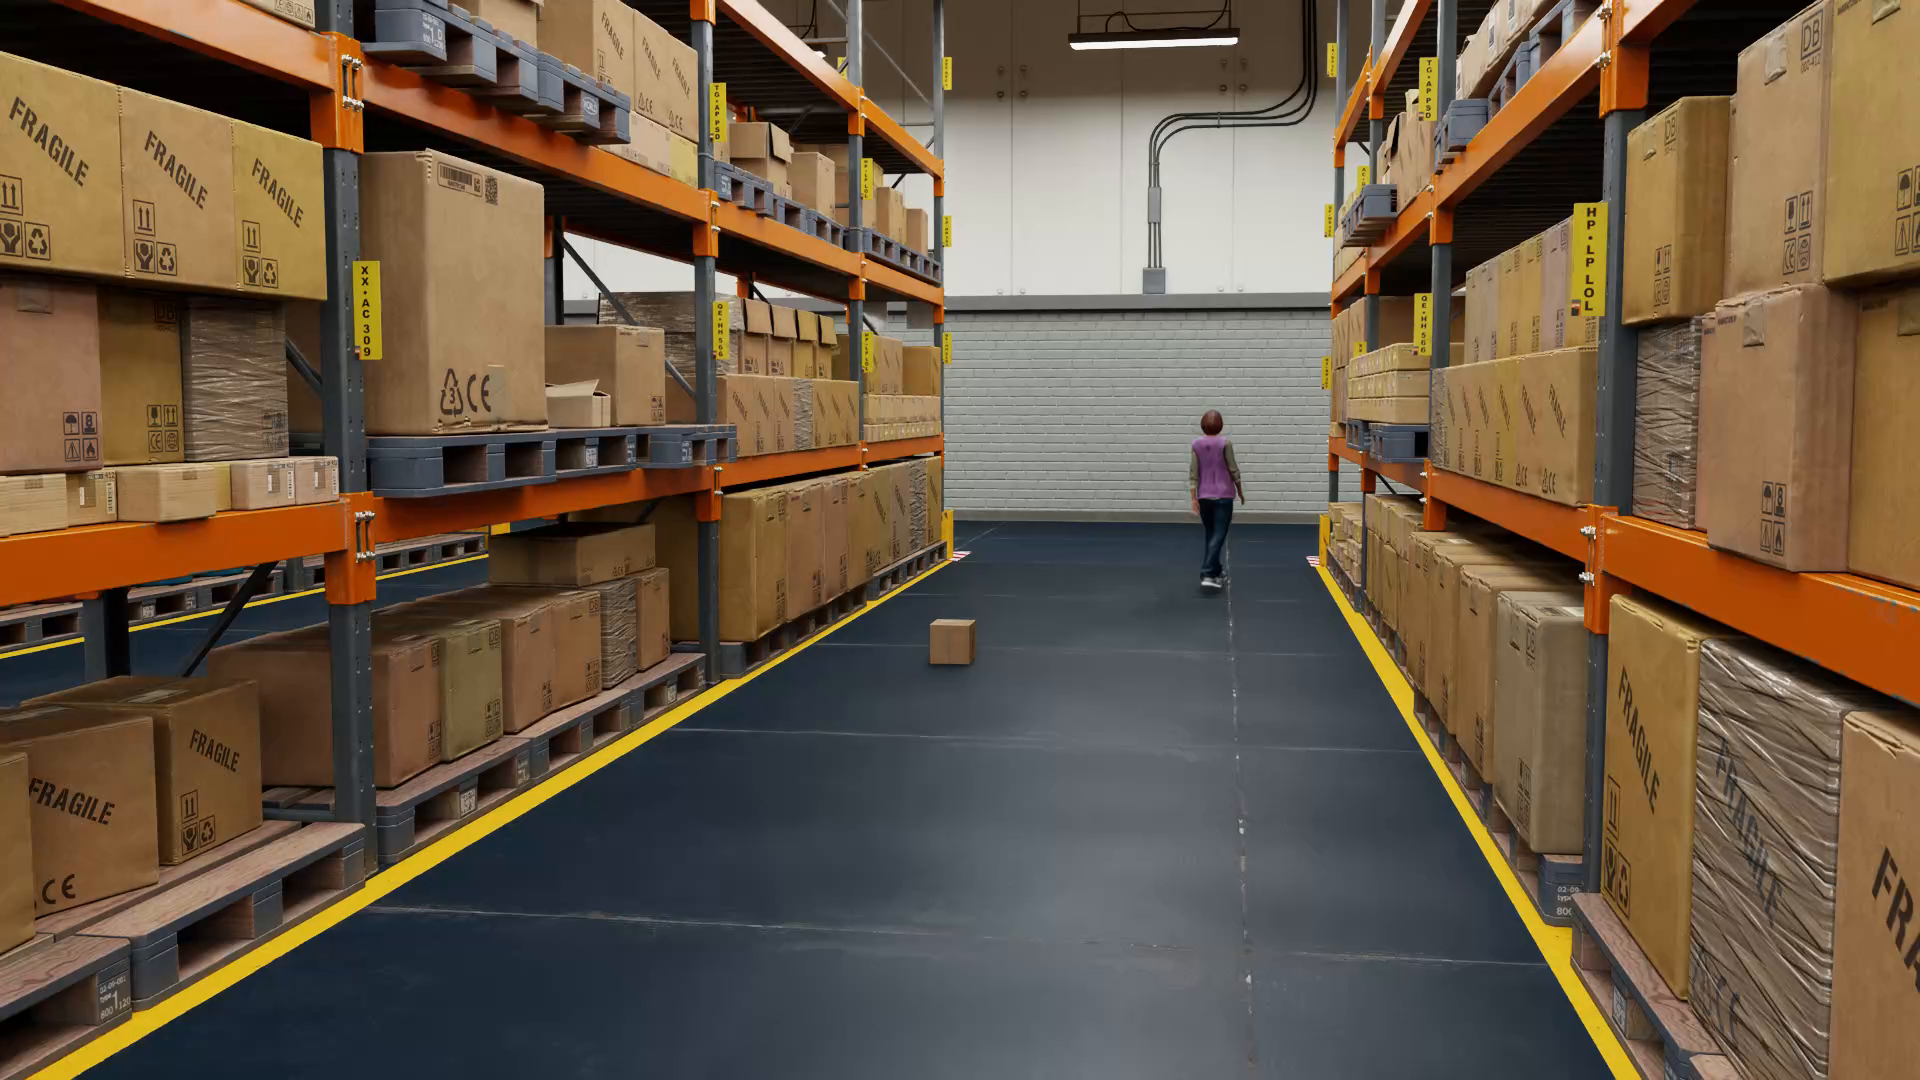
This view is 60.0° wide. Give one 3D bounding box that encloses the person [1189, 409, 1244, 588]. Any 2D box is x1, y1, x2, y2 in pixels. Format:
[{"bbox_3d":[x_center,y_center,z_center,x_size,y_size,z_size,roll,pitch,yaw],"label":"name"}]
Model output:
[{"bbox_3d":[2.272,-0.373,14.590,0.416,1.547,0.848,3,6,35],"label":"person"}]
